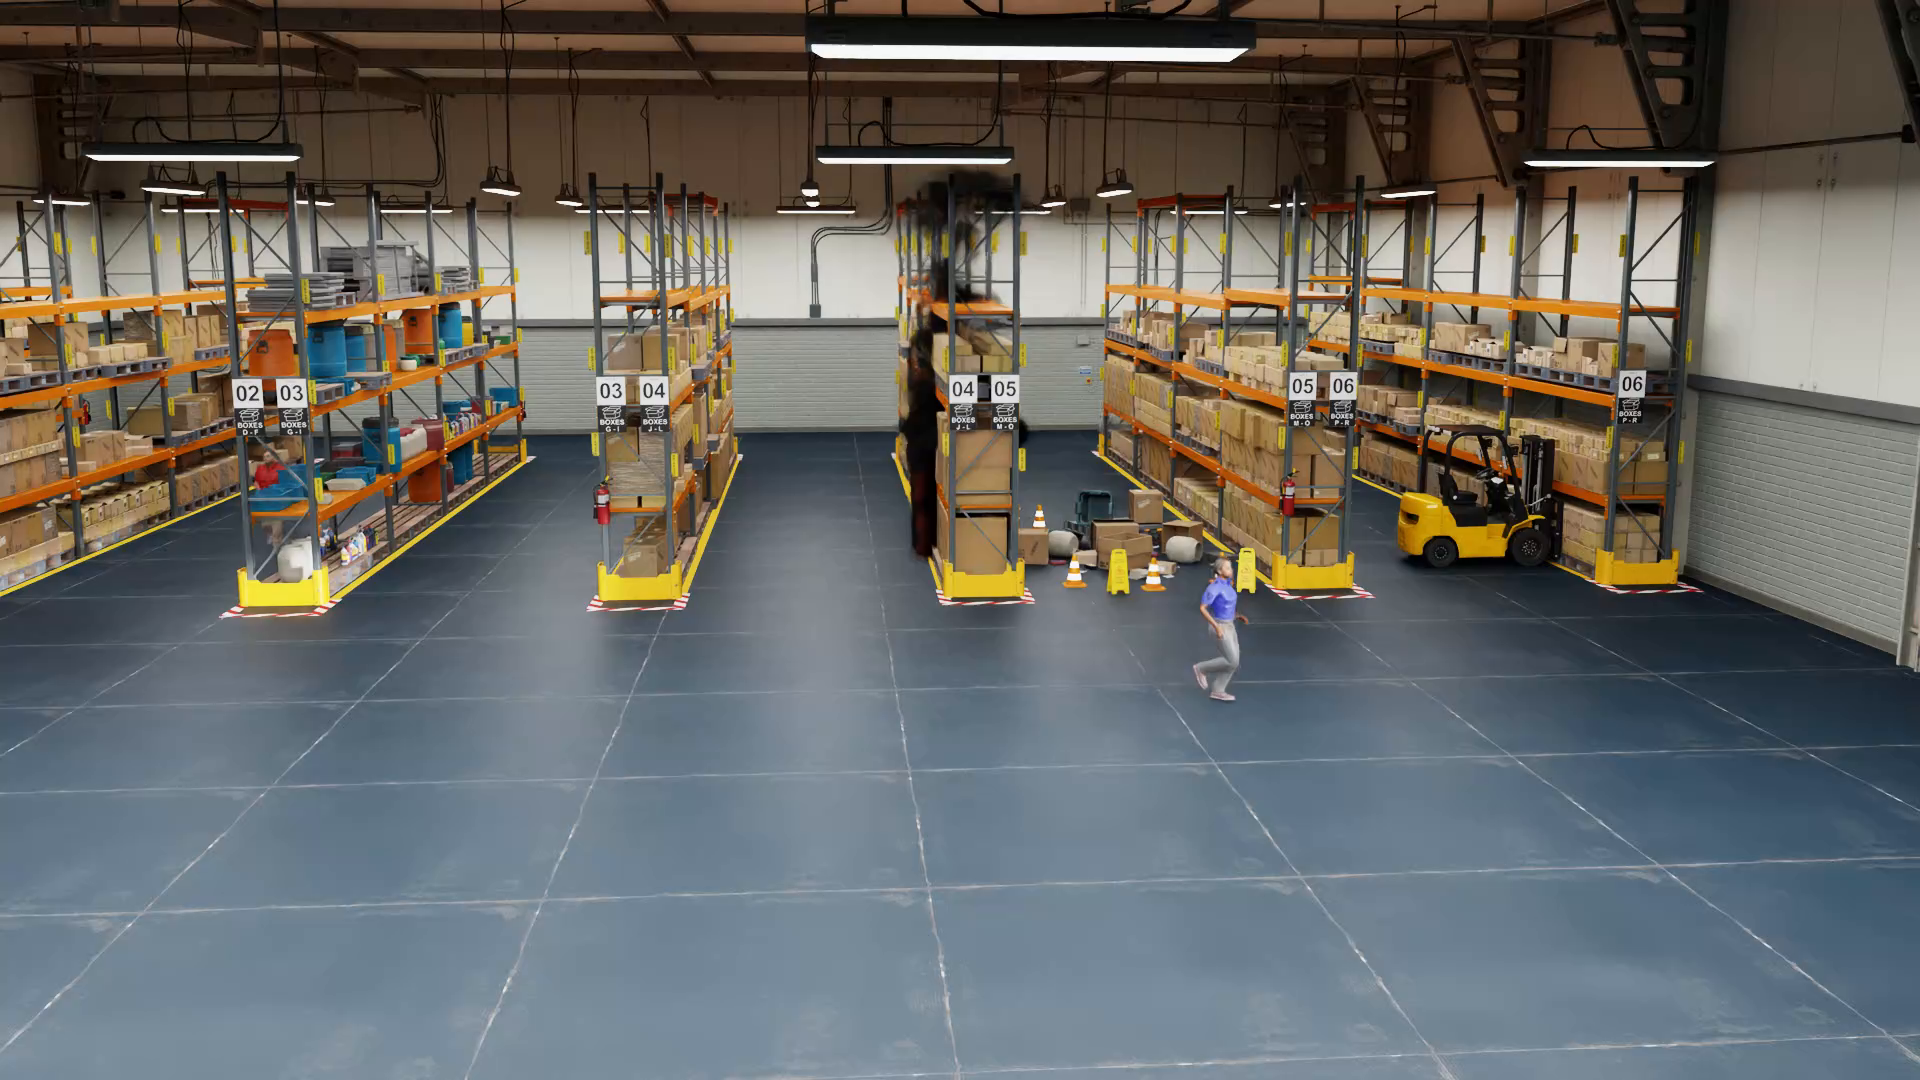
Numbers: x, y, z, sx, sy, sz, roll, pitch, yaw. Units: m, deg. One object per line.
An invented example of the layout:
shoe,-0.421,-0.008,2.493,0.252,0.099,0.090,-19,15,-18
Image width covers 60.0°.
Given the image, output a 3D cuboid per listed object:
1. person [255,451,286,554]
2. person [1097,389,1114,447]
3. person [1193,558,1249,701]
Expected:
person,-11.346,-0.636,27.523,0.653,1.691,0.647,0,10,-3
person,3.744,-3.089,41.568,0.564,1.610,0.659,0,10,-1
person,2.913,0.992,18.475,0.561,1.603,0.574,6,12,30
